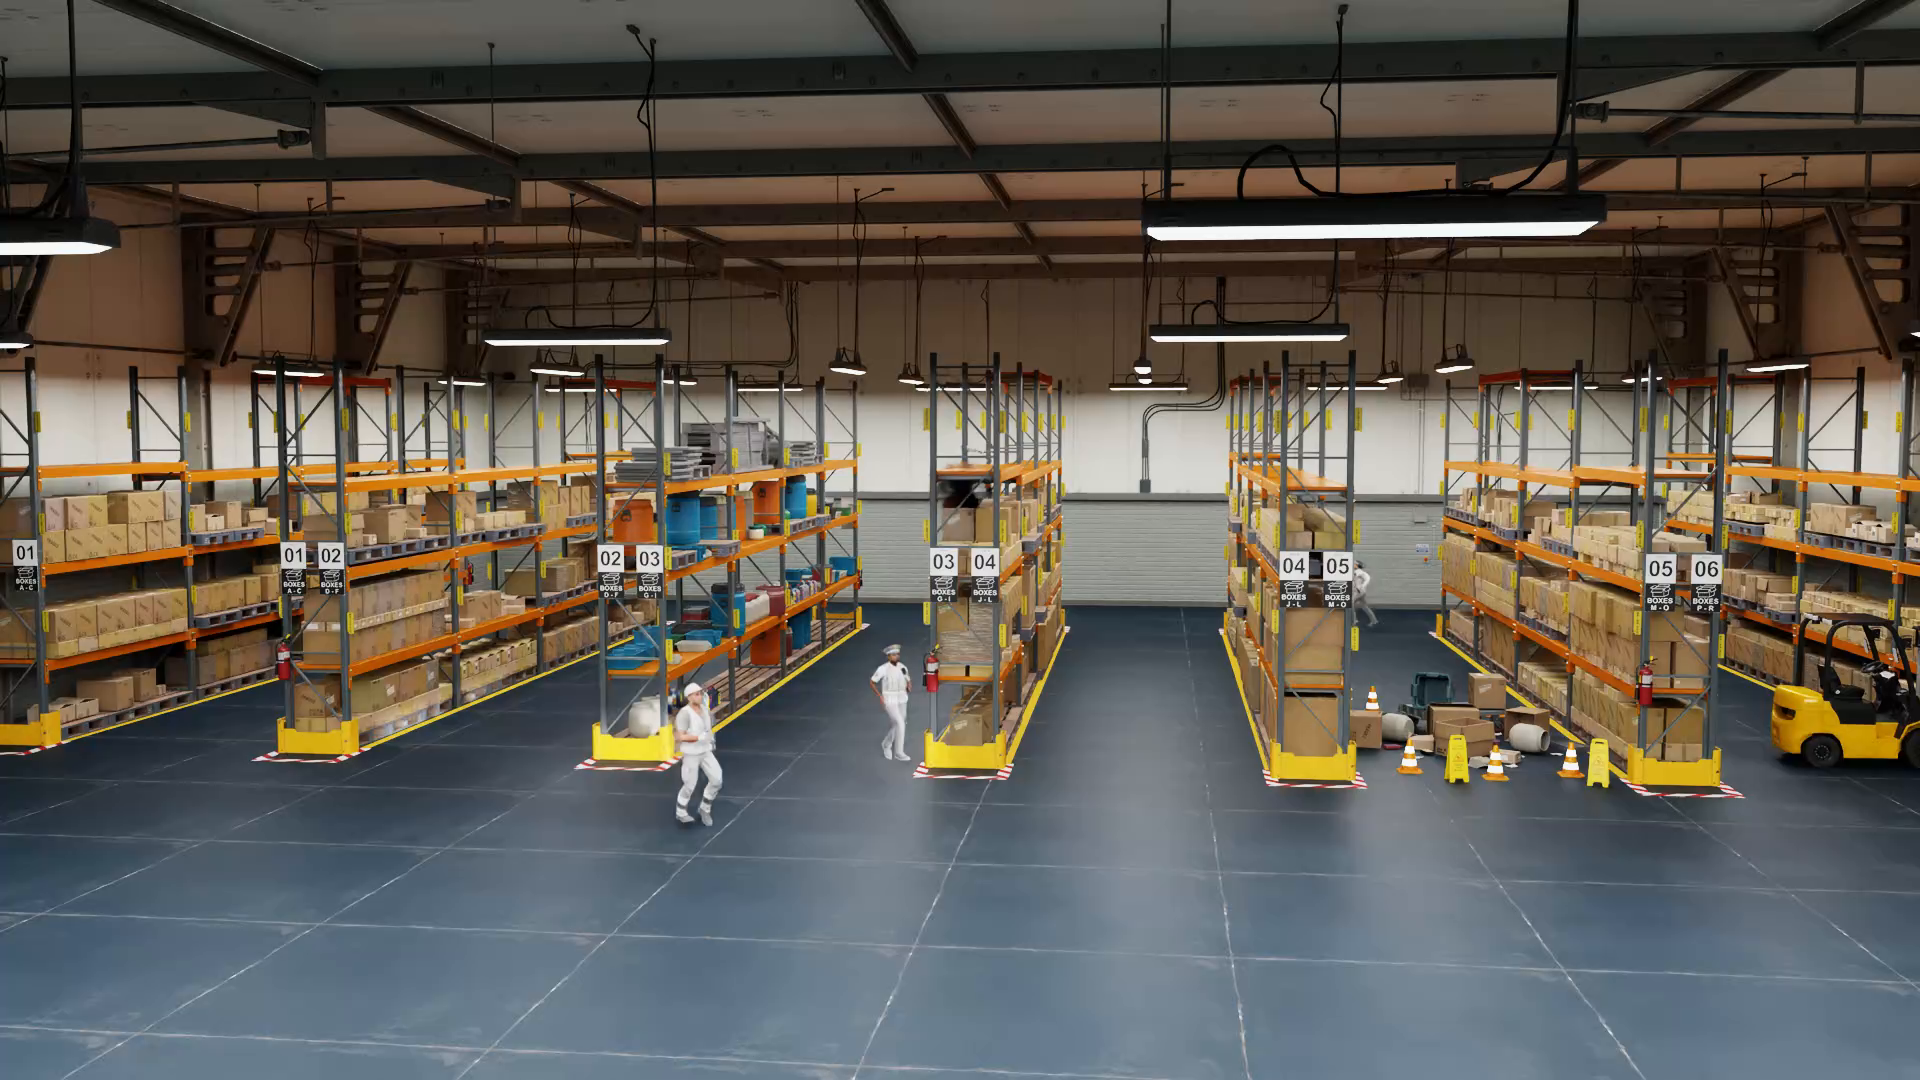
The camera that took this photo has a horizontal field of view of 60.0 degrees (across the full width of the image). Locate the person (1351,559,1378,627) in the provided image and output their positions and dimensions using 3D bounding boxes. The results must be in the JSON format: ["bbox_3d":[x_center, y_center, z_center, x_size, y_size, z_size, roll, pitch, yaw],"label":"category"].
[{"bbox_3d":[9.685,1.316,40.274,0.835,1.719,0.622,1,4,13],"label":"person"}]

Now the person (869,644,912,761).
[{"bbox_3d":[-0.939,2.305,23.407,0.568,1.691,0.831,-3,5,-33],"label":"person"}]

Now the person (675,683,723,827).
[{"bbox_3d":[-3.222,2.659,20.506,0.716,1.798,0.639,4,5,41],"label":"person"}]
